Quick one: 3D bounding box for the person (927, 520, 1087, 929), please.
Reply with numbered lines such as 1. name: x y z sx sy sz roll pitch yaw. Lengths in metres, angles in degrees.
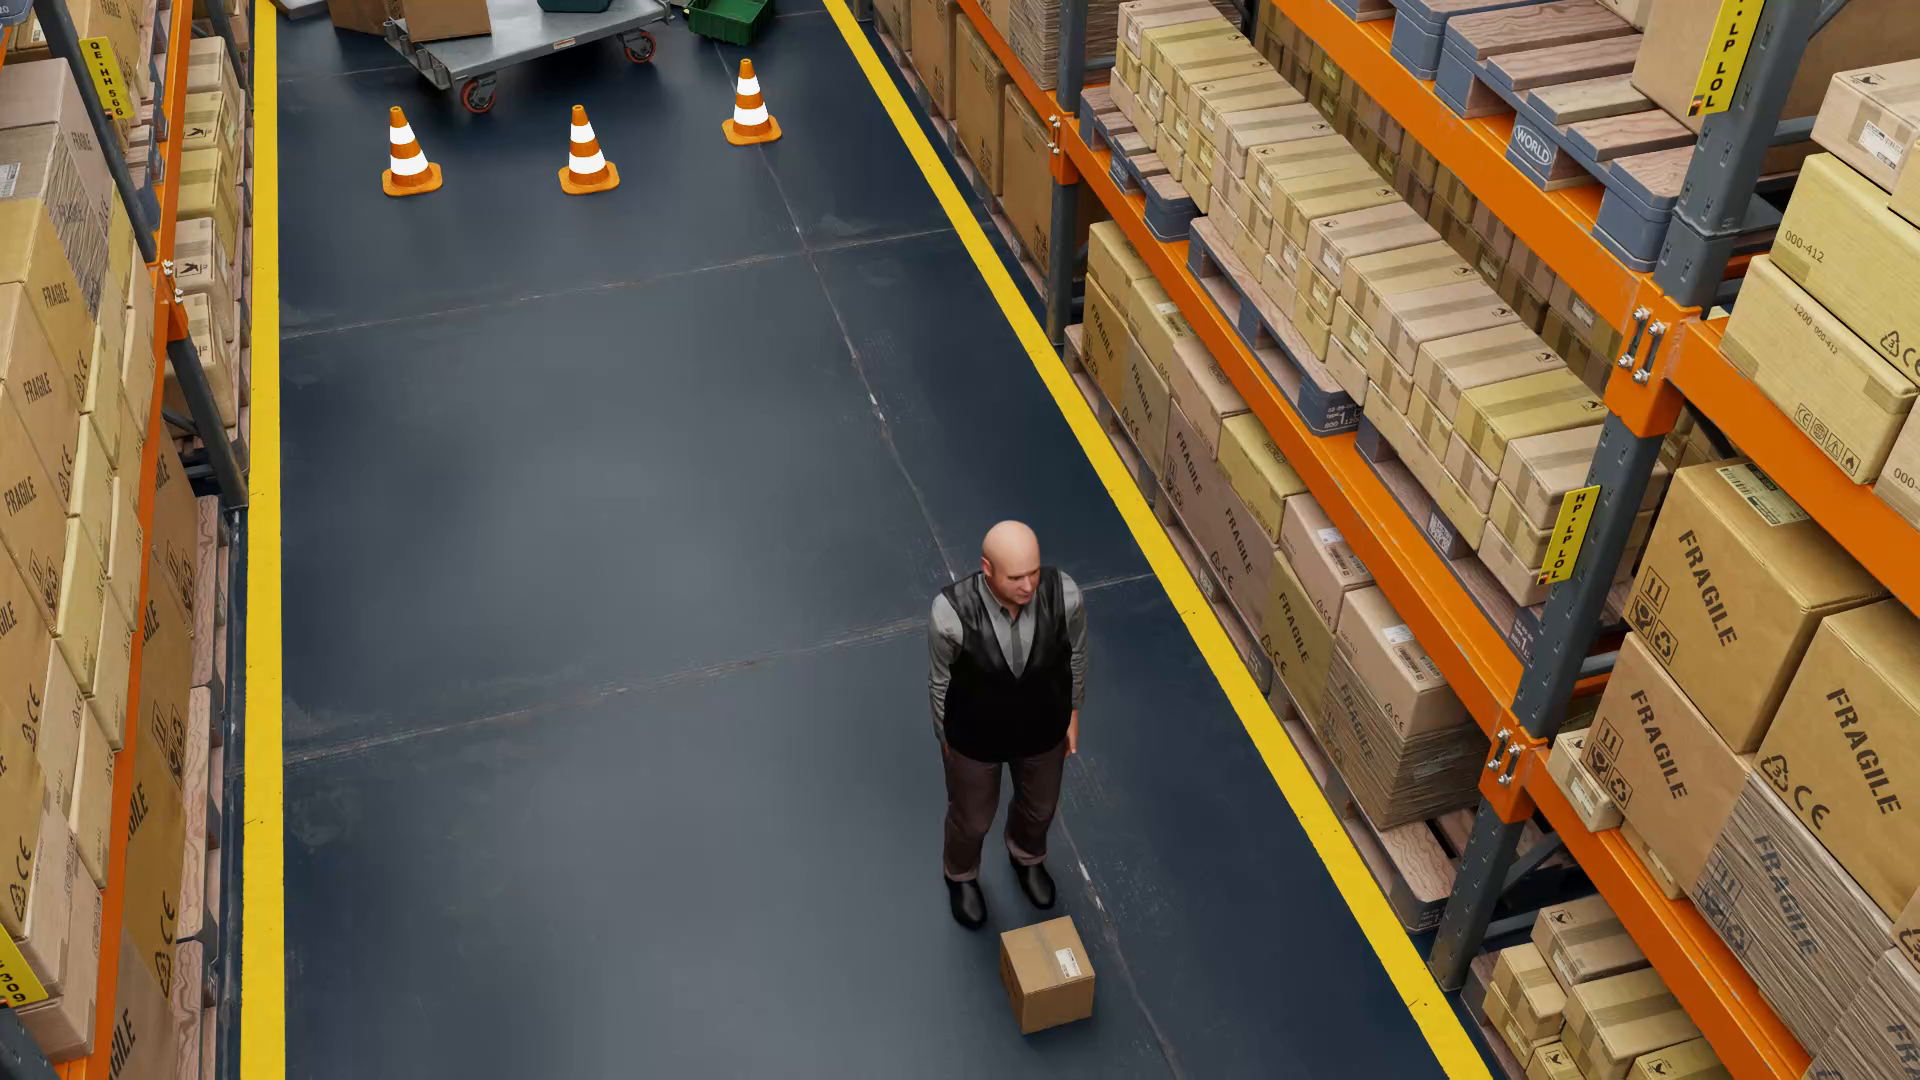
1. person: 0.163 0.625 5.498 0.532 1.728 0.360 -11 43 -12
